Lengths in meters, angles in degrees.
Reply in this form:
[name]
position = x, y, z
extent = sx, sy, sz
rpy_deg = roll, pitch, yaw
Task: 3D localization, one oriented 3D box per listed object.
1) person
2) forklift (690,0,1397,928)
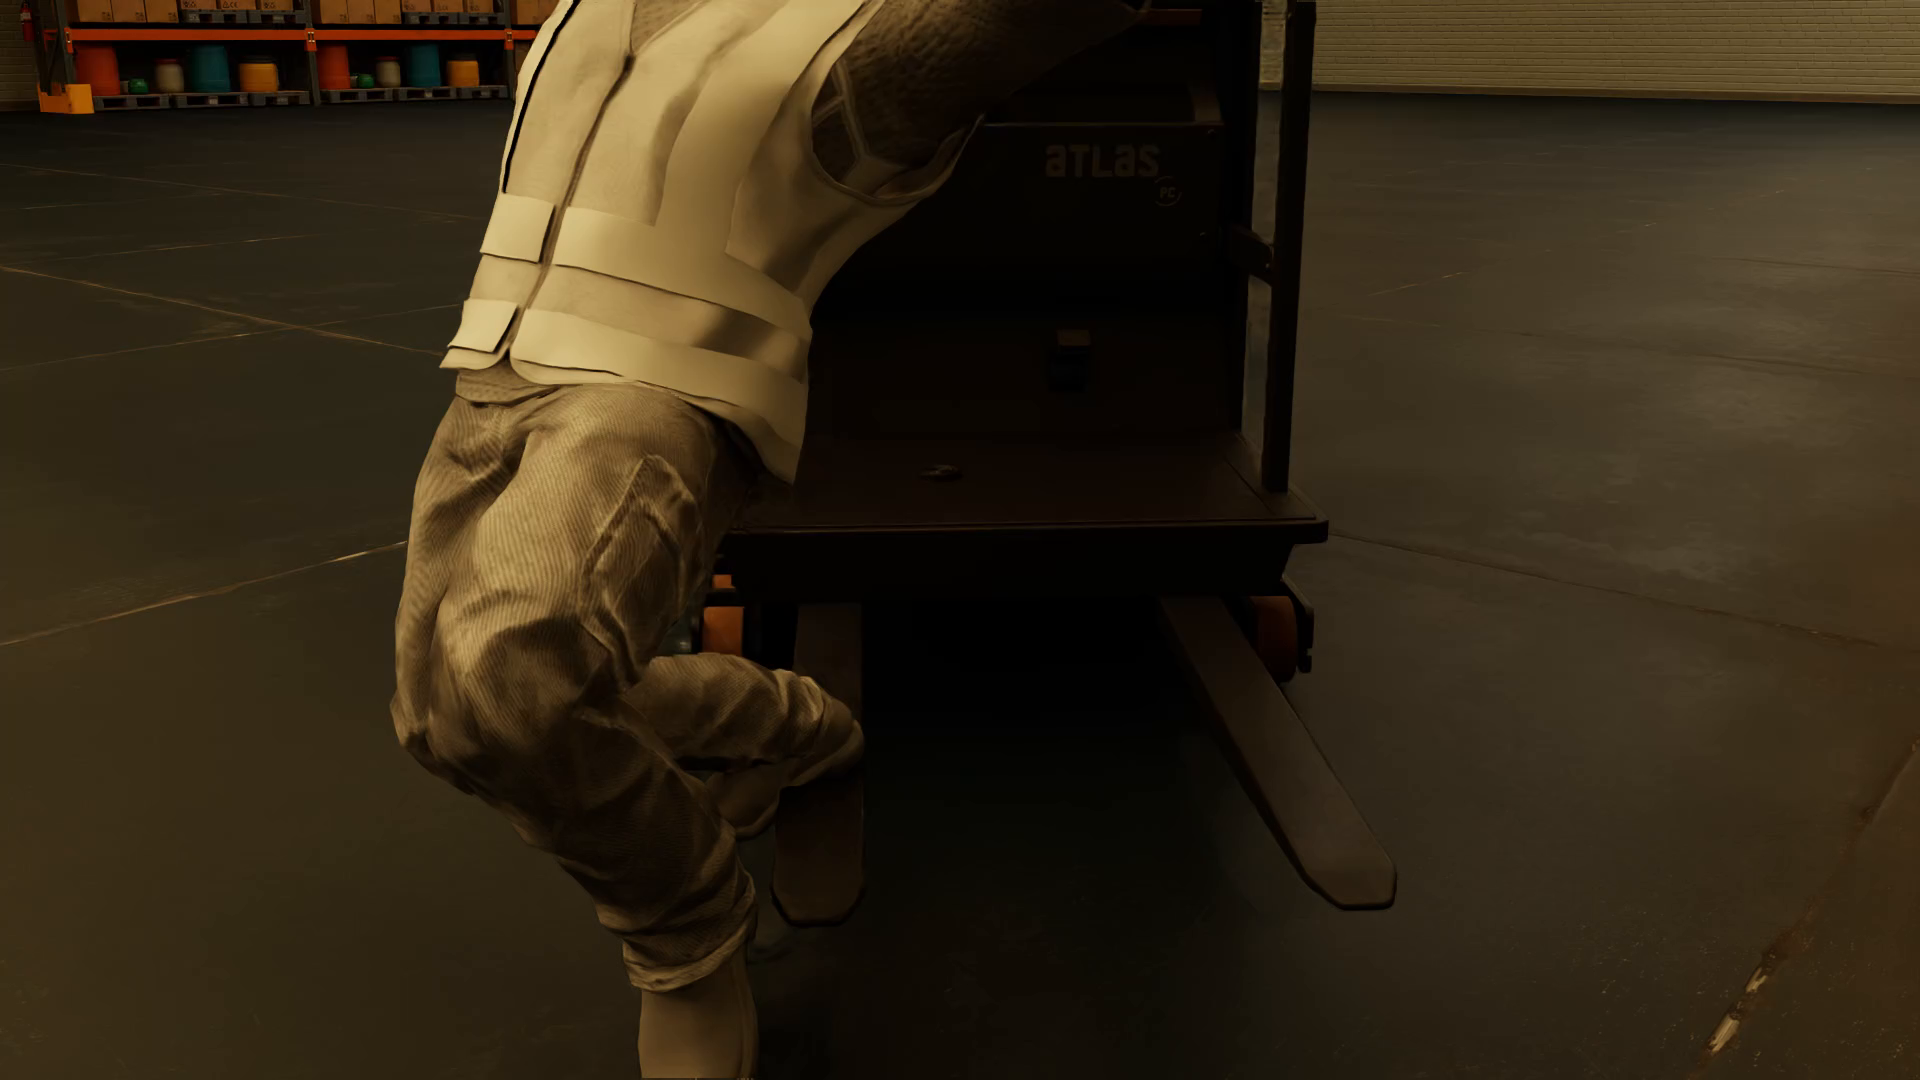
[person]
position = -0.162, -0.202, 1.637
extent = 1.139, 1.669, 0.831
rpy_deg = 14, 22, 38
[forklift]
position = 0.057, -1.218, 2.910
extent = 1.130, 2.935, 3.031
rpy_deg = -1, 17, -3
